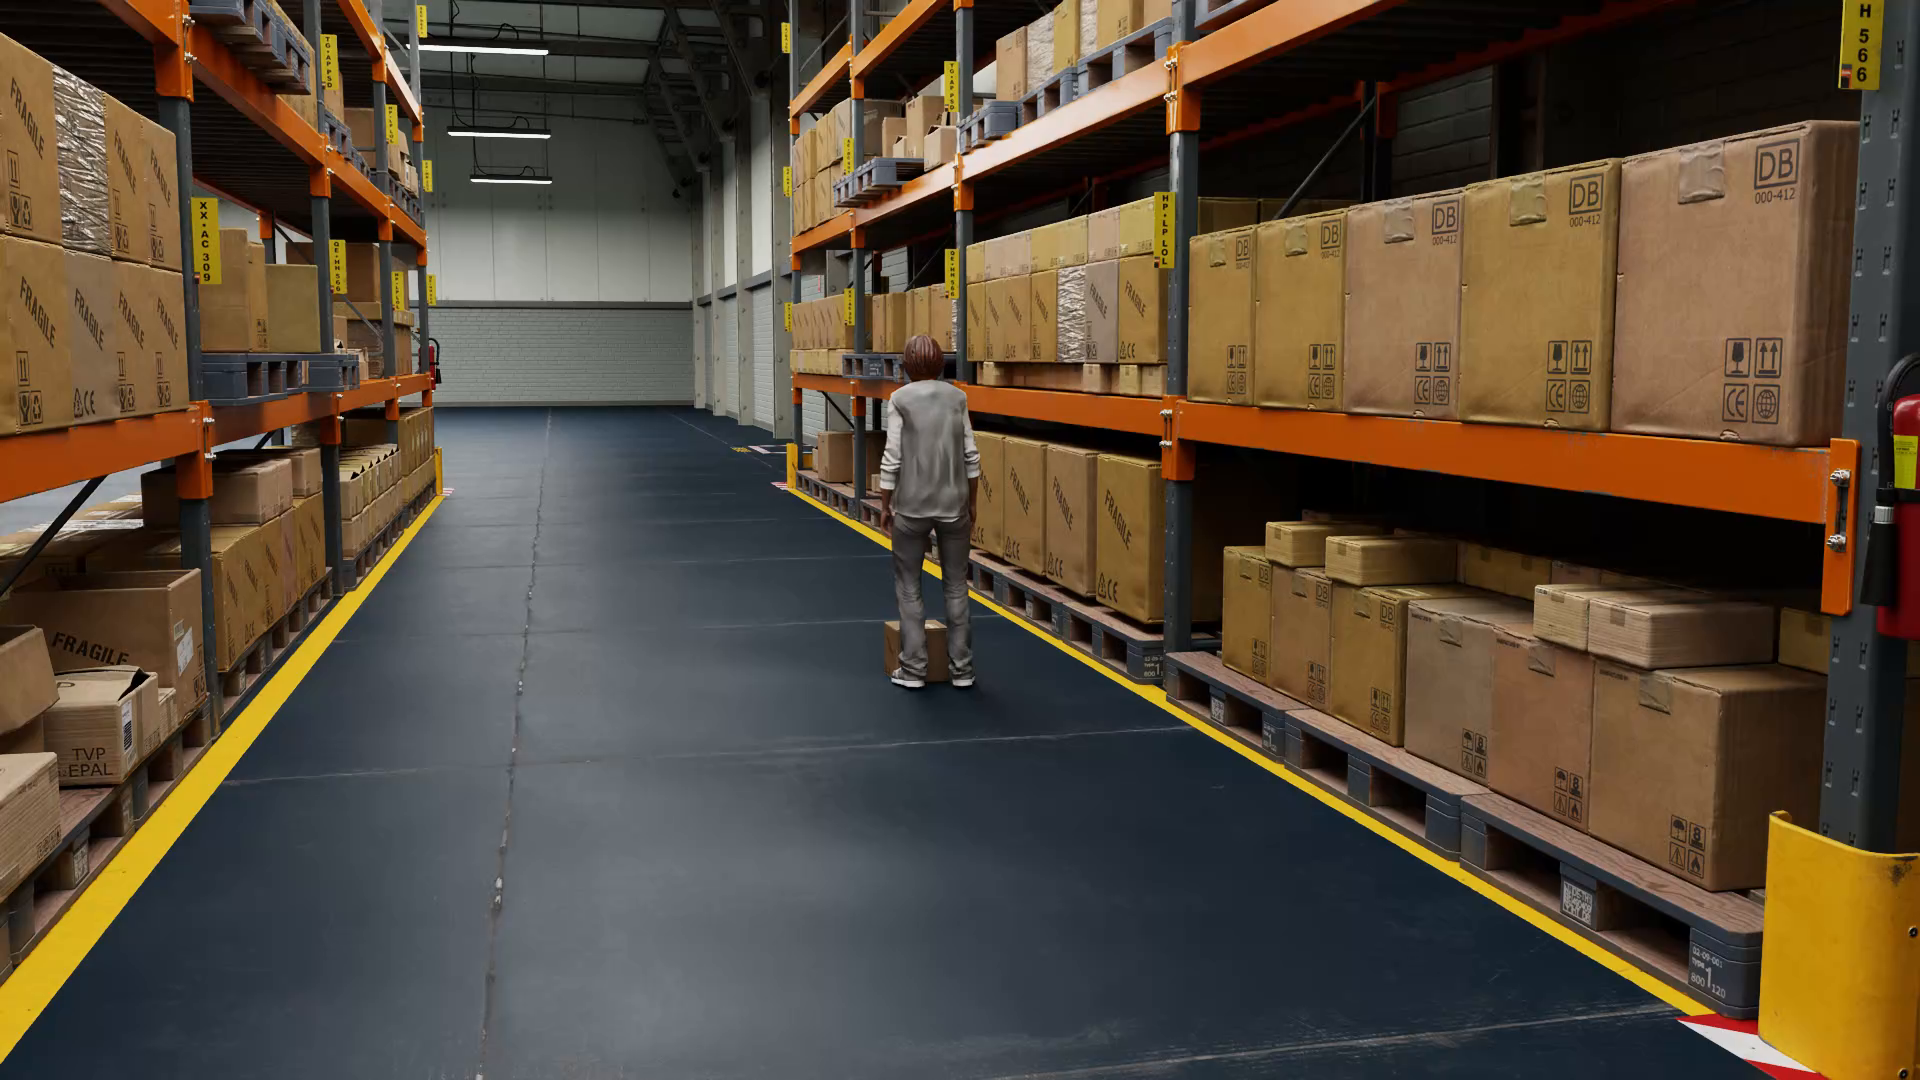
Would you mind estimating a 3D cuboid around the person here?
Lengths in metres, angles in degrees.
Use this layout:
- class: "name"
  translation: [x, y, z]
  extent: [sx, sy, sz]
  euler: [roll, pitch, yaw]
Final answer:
- class: "person"
  translation: [-0.141, -0.122, 7.490]
  extent: [0.465, 1.590, 0.375]
  euler: [-2, 7, -16]
